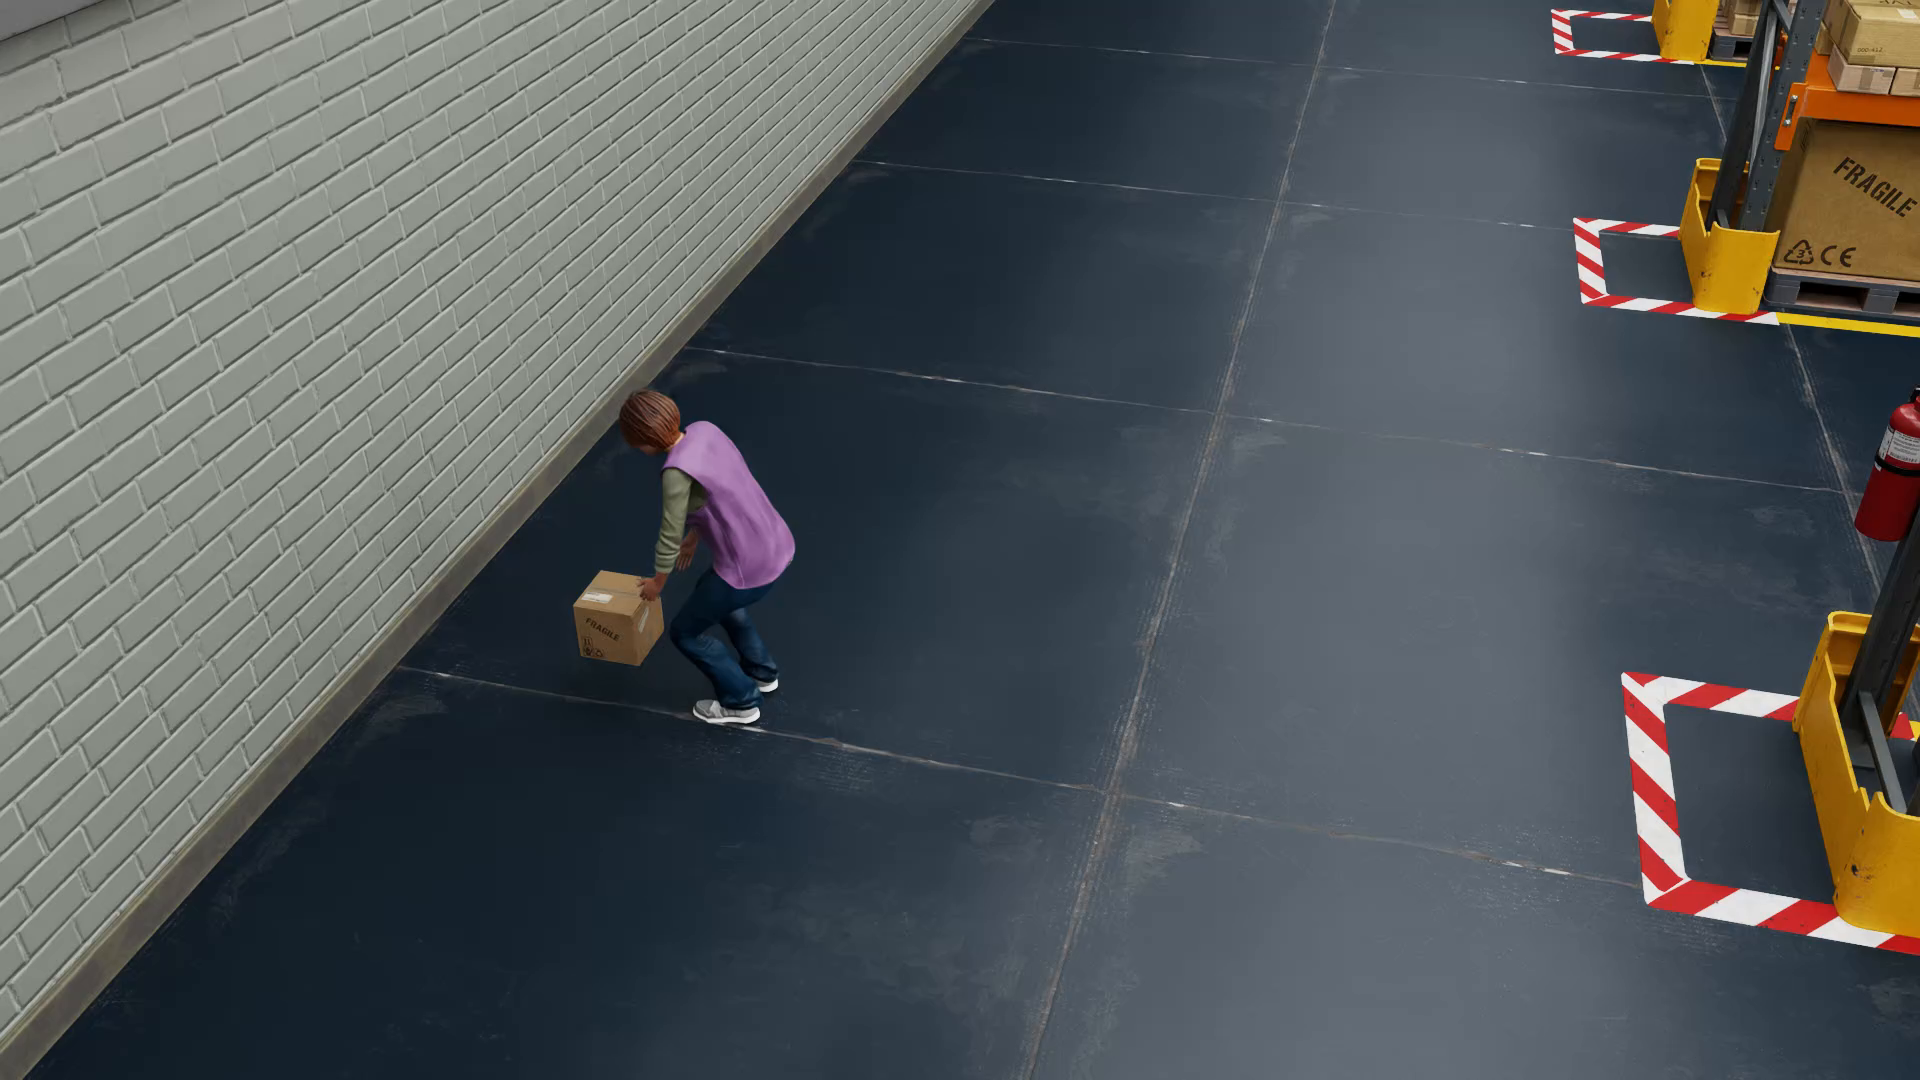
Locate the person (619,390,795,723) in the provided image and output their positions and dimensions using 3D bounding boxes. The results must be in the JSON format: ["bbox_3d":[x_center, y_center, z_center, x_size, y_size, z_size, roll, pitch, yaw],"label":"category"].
[{"bbox_3d":[-0.928,0.092,6.233,0.601,1.361,0.460,8,34,13],"label":"person"}]
